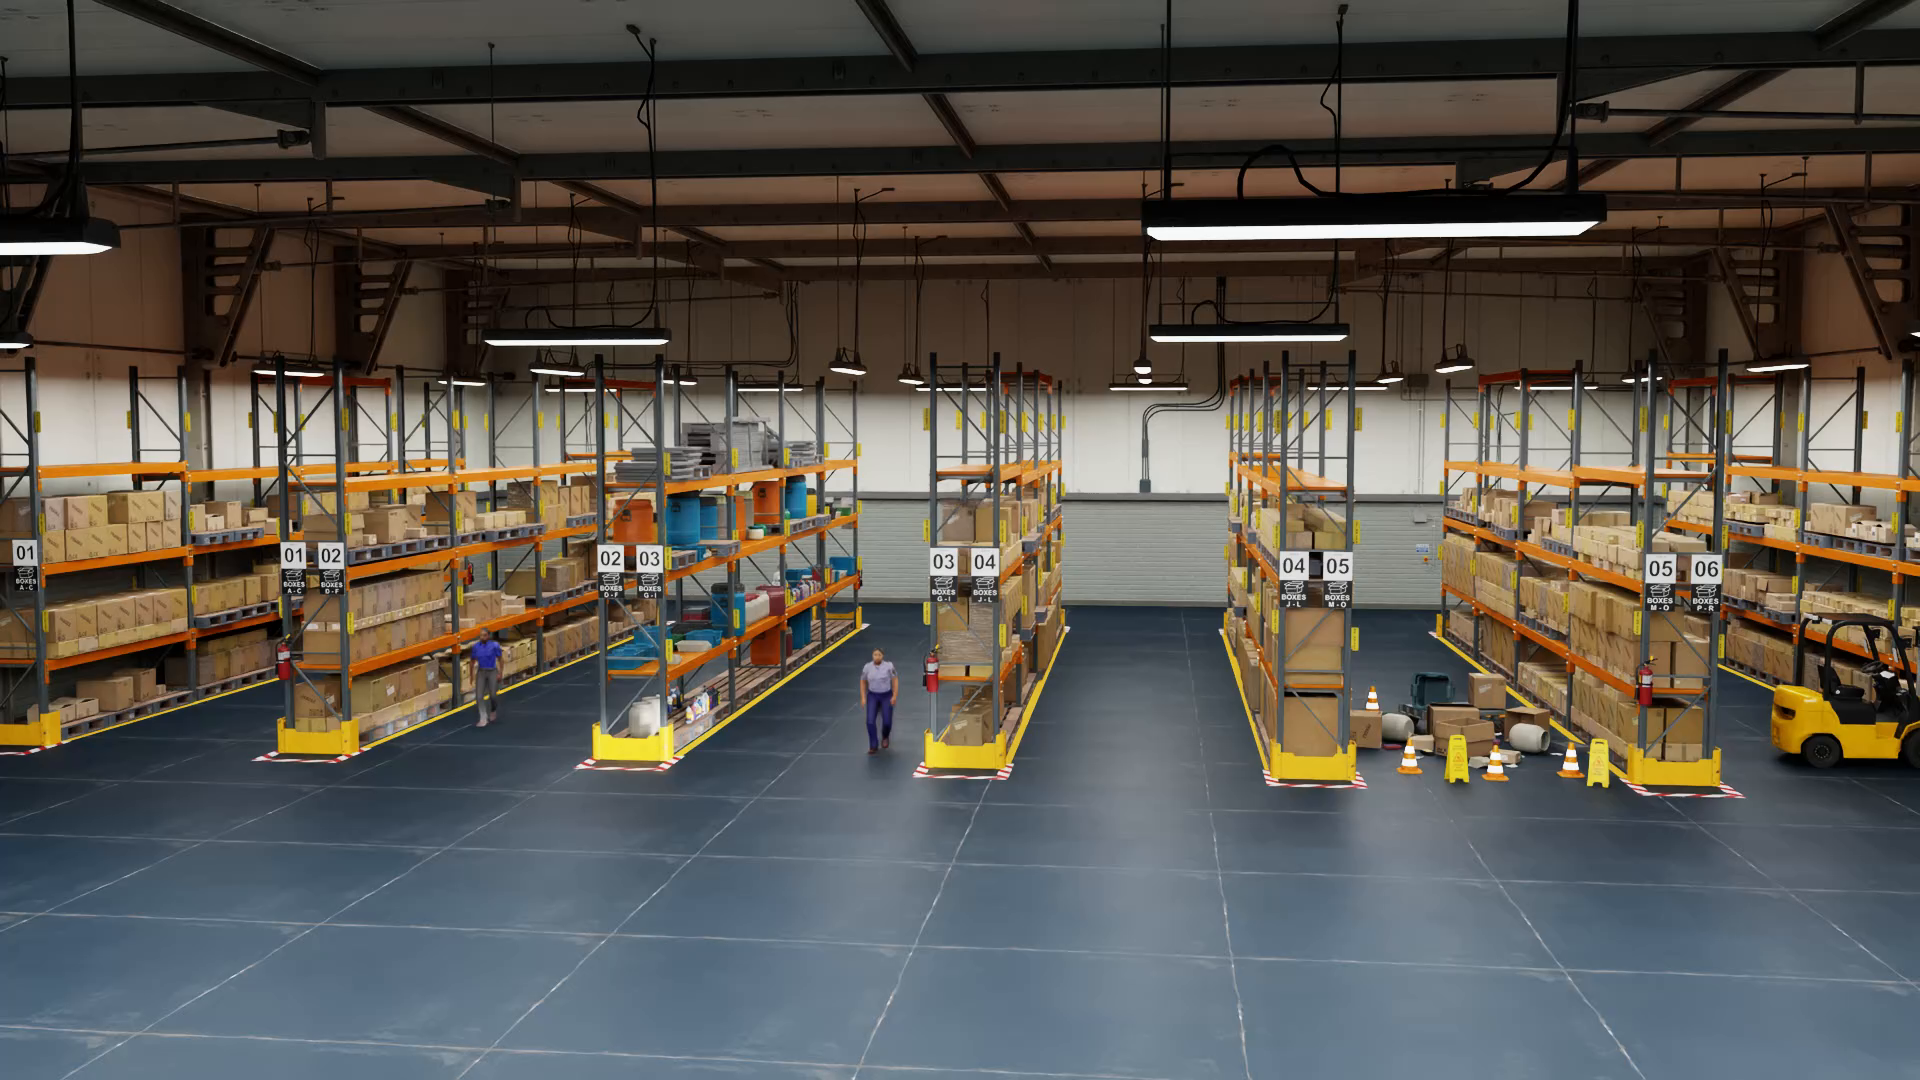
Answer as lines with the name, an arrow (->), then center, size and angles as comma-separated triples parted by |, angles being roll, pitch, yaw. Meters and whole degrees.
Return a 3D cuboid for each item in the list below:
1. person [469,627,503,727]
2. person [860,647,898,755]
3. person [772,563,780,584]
person -> -7.838, 2.254, 27.573 | 0.545, 1.628, 0.542 | 0, 4, -2
person -> -1.225, 2.422, 25.276 | 0.571, 1.617, 0.558 | 0, 4, 6
person -> -4.400, 1.320, 40.837 | 0.413, 1.555, 0.885 | 2, 4, 26
